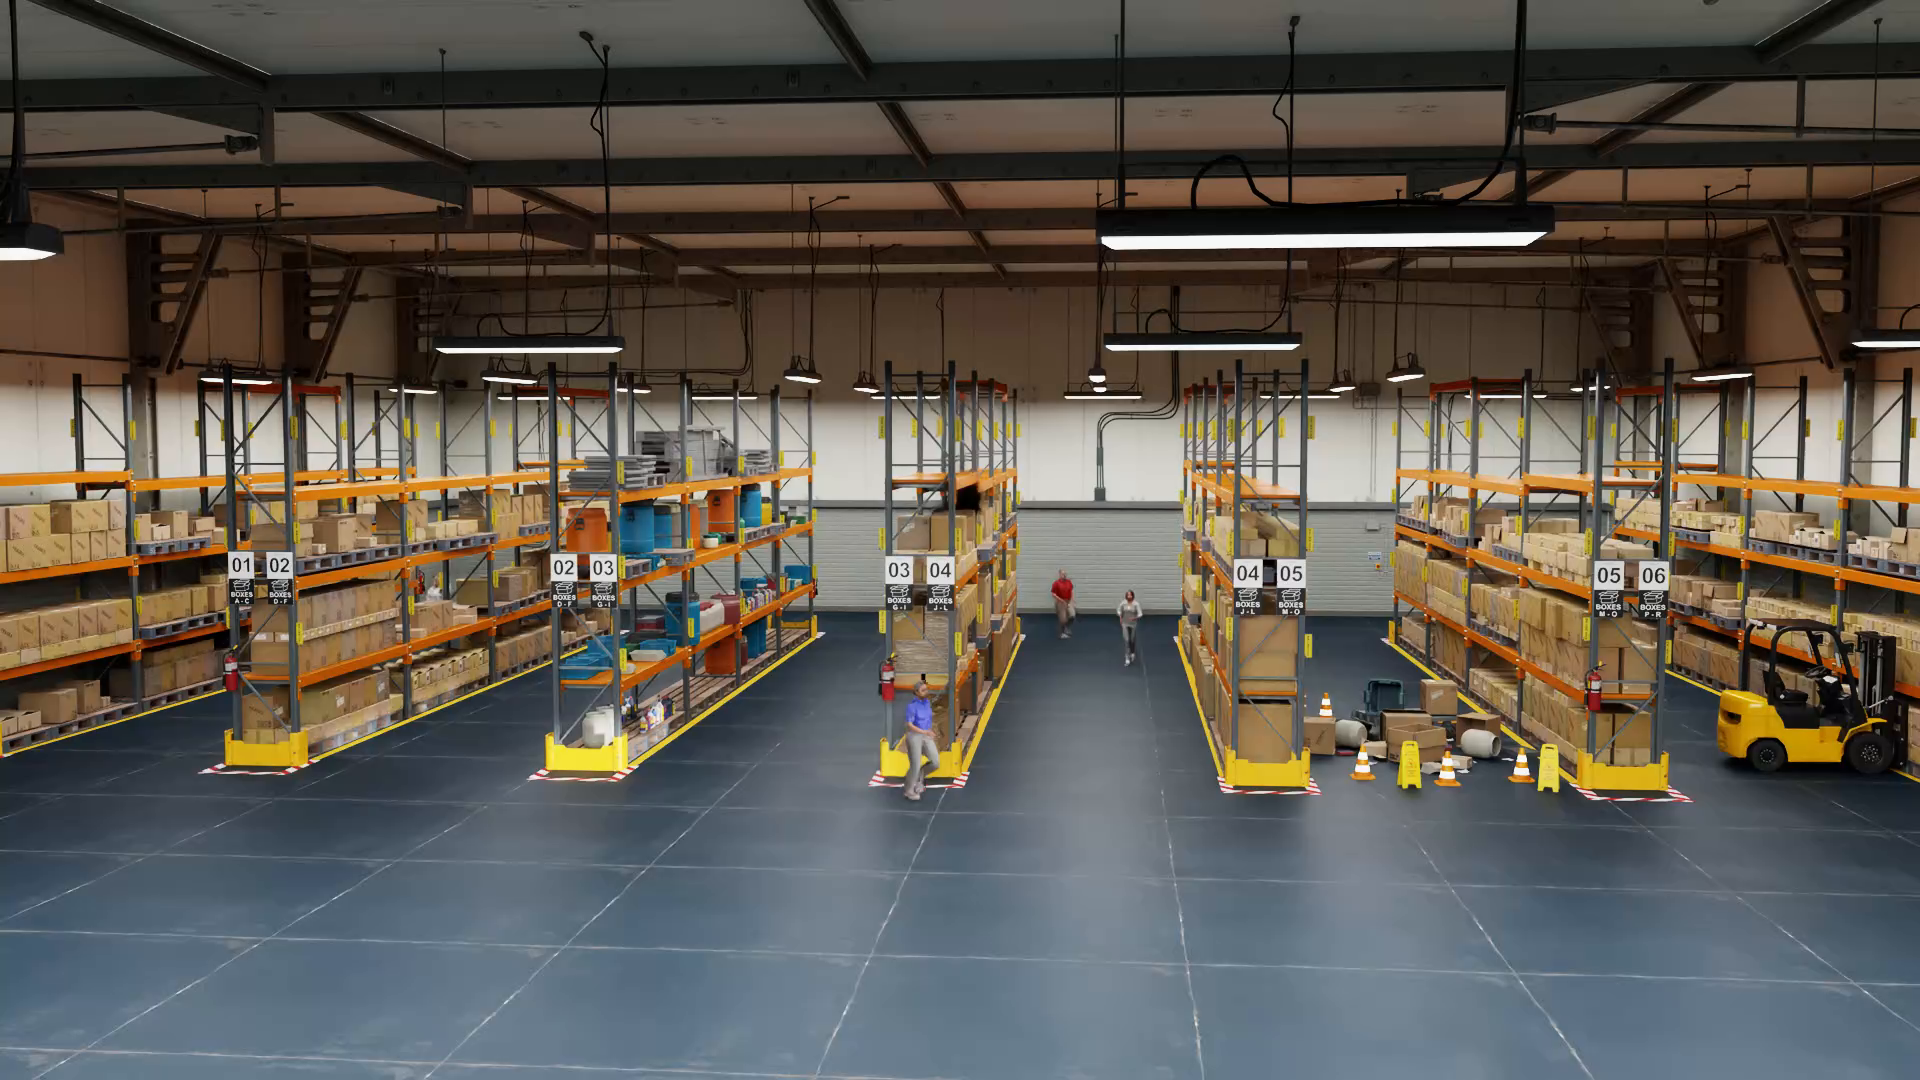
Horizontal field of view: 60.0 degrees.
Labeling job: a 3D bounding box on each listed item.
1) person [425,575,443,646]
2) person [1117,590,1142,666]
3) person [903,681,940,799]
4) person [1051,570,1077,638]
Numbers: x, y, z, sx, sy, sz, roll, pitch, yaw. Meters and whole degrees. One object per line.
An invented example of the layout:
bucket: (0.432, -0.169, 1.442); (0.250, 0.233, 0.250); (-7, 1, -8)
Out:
person: (-12.158, 1.627, 38.700); (0.613, 1.659, 0.642); (0, 4, -4)
person: (3.636, 1.863, 35.655); (0.545, 1.603, 0.746); (1, 4, 9)
person: (-0.505, 2.712, 22.509); (0.664, 1.610, 0.551); (4, 5, 43)
person: (2.499, 1.537, 39.946); (0.654, 1.654, 0.615); (-2, 4, -23)
